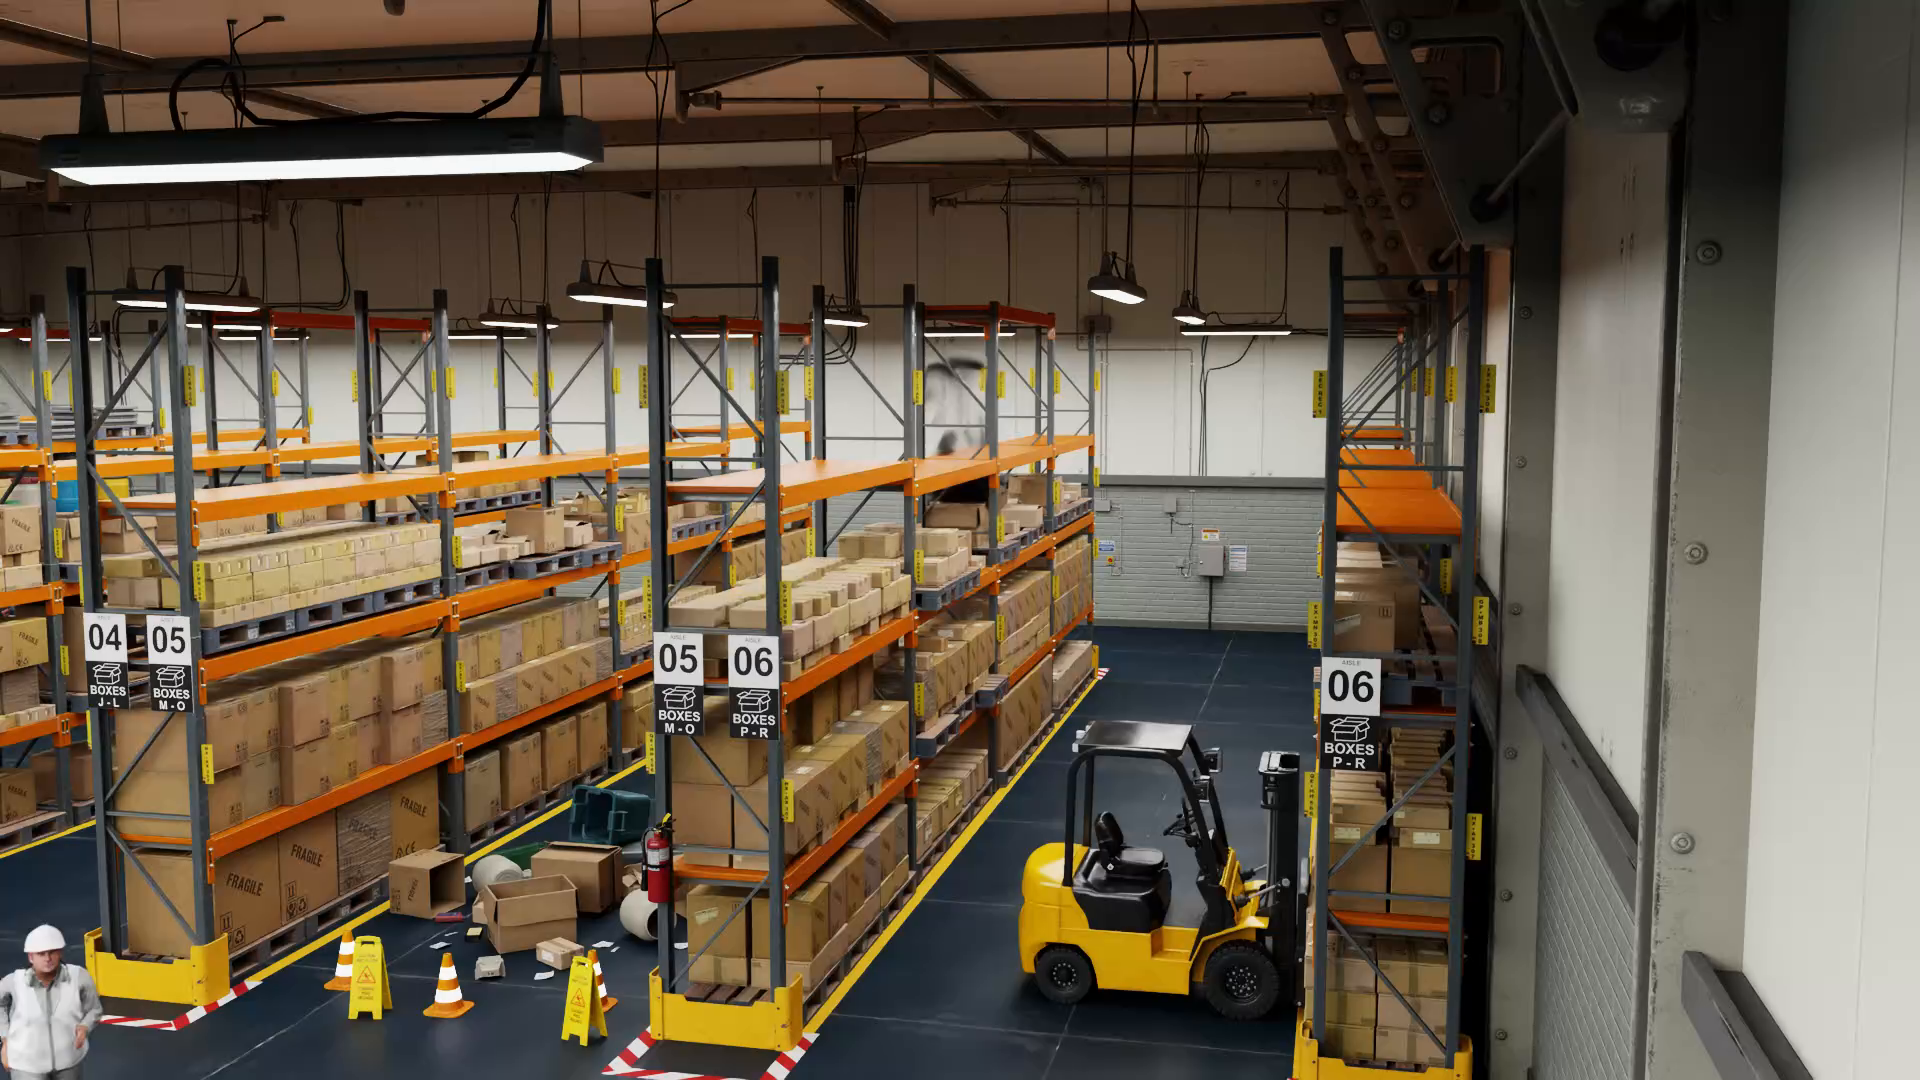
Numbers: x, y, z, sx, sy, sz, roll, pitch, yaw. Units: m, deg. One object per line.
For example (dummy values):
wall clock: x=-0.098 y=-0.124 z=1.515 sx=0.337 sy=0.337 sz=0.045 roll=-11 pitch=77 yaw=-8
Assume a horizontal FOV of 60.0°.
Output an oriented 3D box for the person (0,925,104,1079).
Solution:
person: x=-5.654 y=3.265 z=10.340 sx=0.596 sy=1.831 sz=0.885 roll=-5 pitch=8 yaw=-39
